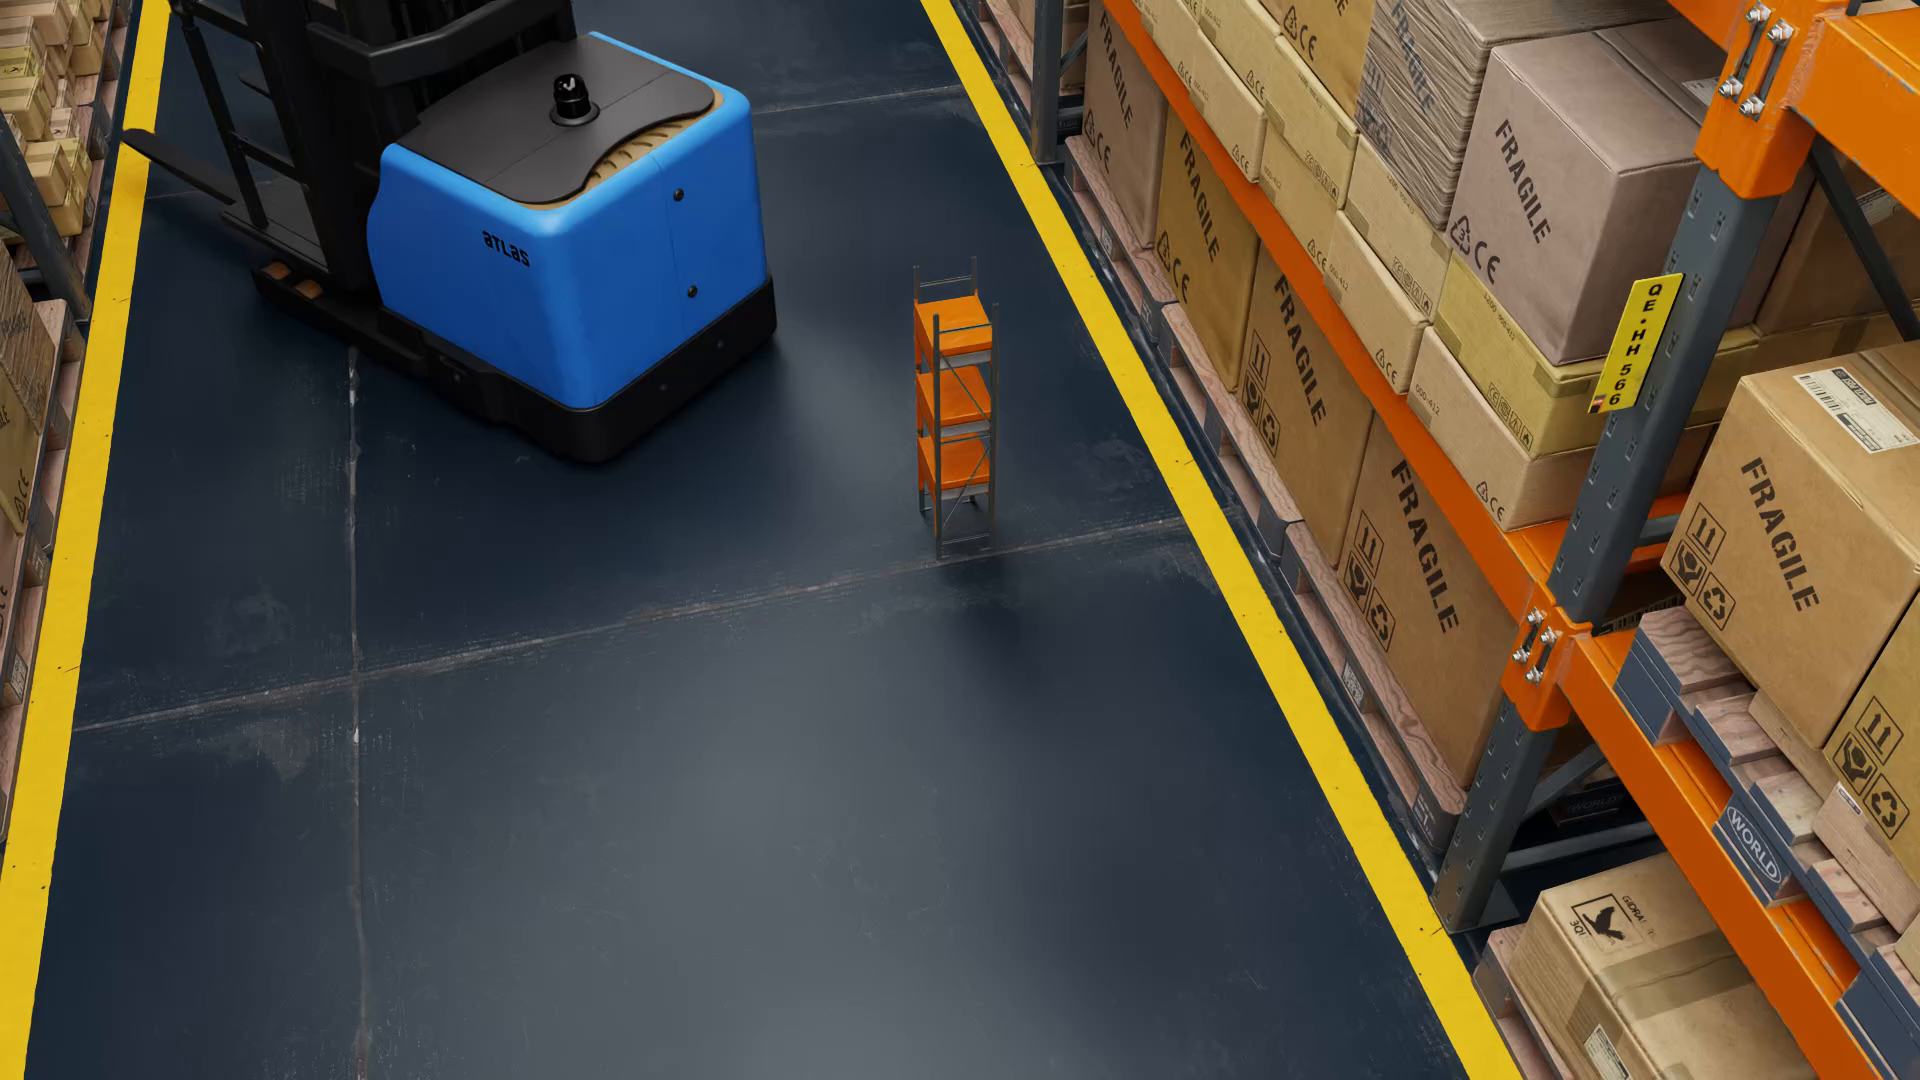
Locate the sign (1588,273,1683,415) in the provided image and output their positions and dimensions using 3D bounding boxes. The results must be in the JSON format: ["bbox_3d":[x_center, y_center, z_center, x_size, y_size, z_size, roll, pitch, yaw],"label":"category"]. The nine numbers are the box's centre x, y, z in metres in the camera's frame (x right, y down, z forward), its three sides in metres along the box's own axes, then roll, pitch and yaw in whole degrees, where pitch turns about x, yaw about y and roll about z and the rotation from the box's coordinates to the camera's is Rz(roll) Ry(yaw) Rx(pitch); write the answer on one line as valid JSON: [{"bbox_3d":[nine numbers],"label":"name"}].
[{"bbox_3d":[1.299,-0.374,3.205,0.100,0.325,0.005,-11,47,-10],"label":"sign"}]

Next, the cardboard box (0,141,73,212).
[{"bbox_3d":[-3.732,-1.421,6.536,0.380,0.149,0.250,-9,46,-8],"label":"cardboard box"}]

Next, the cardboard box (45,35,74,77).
[{"bbox_3d":[-4.095,-2.122,7.223,0.380,0.149,0.250,-9,46,-8],"label":"cardboard box"}]

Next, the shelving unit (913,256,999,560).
[{"bbox_3d":[-0.014,-0.404,5.411,0.215,1.050,0.252,-11,47,-10],"label":"shelving unit"}]

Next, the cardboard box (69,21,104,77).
[{"bbox_3d":[-4.102,-2.207,7.514,0.380,0.149,0.250,-12,47,-11],"label":"cardboard box"}]

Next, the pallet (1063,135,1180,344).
[{"bbox_3d":[1.081,-1.339,6.914,1.003,0.211,1.213,-11,47,-10],"label":"pallet"}]

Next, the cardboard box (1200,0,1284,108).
[{"bbox_3d":[1.046,-1.544,4.918,0.500,0.250,0.500,-12,47,-12],"label":"cardboard box"}]

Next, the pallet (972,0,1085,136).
[{"bbox_3d":[0.692,-2.397,7.951,1.003,0.211,1.213,-11,47,-10],"label":"pallet"}]

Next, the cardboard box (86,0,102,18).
[{"bbox_3d":[-4.137,-2.483,7.577,0.380,0.149,0.250,-10,46,-10],"label":"cardboard box"}]

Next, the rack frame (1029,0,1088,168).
[{"bbox_3d":[0.811,-2.834,6.427,1.000,3.000,0.127,-11,47,-10],"label":"rack frame"}]

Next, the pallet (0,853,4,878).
[{"bbox_3d":[-3.123,1.339,4.290,1.003,0.211,1.213,-11,47,-10],"label":"pallet"}]

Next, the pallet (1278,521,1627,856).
[{"bbox_3d":[1.706,0.346,5.263,1.003,0.211,1.213,-11,47,-10],"label":"pallet"}]

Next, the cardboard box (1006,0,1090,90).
[{"bbox_3d":[0.754,-2.537,7.636,0.875,0.438,0.875,-11,47,-11],"label":"cardboard box"}]

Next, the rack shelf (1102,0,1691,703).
[{"bbox_3d":[1.323,-1.201,5.331,1.077,0.370,4.000,-11,47,-10],"label":"rack shelf"}]

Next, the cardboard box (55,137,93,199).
[{"bbox_3d":[-3.799,-1.502,6.824,0.380,0.149,0.250,-9,46,-9],"label":"cardboard box"}]

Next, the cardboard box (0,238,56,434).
[{"bbox_3d":[-3.515,-0.666,5.759,0.500,0.500,0.500,-12,47,-11],"label":"cardboard box"}]

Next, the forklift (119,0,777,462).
[{"bbox_3d":[-2.200,-2.165,5.819,3.031,2.935,1.130,28,52,25],"label":"forklift"}]

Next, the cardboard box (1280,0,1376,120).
[{"bbox_3d":[1.190,-1.463,4.314,0.500,0.500,0.500,-11,47,-10],"label":"cardboard box"}]

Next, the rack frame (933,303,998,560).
[{"bbox_3d":[0.018,-0.320,5.329,0.200,1.050,0.008,-11,47,-10],"label":"rack frame"}]

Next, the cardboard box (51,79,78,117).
[{"bbox_3d":[-4.026,-1.830,7.145,0.380,0.149,0.250,-12,47,-11],"label":"cardboard box"}]

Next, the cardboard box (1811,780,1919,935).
[{"bbox_3d":[1.804,0.526,3.016,0.380,0.149,0.250,-14,47,-13],"label":"cardboard box"}]

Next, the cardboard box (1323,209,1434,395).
[{"bbox_3d":[1.308,-0.671,4.413,0.500,0.250,0.500,-10,46,-10],"label":"cardboard box"}]

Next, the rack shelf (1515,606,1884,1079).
[{"bbox_3d":[2.347,1.560,2.624,1.077,0.370,4.000,-11,47,-10],"label":"rack shelf"}]

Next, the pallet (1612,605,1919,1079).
[{"bbox_3d":[2.120,0.467,3.326,1.213,0.211,1.003,-11,47,-10],"label":"pallet"}]

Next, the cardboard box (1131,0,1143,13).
[{"bbox_3d":[0.802,-2.072,5.786,0.500,0.250,0.500,-12,47,-11],"label":"cardboard box"}]

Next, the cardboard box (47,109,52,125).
[{"bbox_3d":[-3.981,-1.741,6.850,0.380,0.149,0.250,-11,47,-11],"label":"cardboard box"}]

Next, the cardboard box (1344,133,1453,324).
[{"bbox_3d":[1.330,-0.836,4.224,0.500,0.250,0.500,-12,47,-11],"label":"cardboard box"}]

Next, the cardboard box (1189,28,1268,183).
[{"bbox_3d":[1.037,-1.369,5.096,0.500,0.250,0.500,-11,47,-11],"label":"cardboard box"}]

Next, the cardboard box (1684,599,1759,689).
[{"bbox_3d":[1.738,0.127,3.407,0.380,0.149,0.250,-13,47,-13],"label":"cardboard box"}]

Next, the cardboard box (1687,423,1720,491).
[{"bbox_3d":[1.953,-0.404,4.150,0.500,0.250,0.500,-11,47,-11],"label":"cardboard box"}]

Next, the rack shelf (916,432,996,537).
[{"bbox_3d":[-0.014,-0.202,5.617,0.215,0.259,0.240,-11,47,-10],"label":"rack shelf"}]

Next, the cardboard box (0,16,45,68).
[{"bbox_3d":[-4.051,-2.035,6.929,0.380,0.149,0.250,-12,47,-11],"label":"cardboard box"}]

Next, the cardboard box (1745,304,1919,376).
[{"bbox_3d":[1.944,-0.590,3.983,0.500,0.250,0.500,-11,47,-11],"label":"cardboard box"}]

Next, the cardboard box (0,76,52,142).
[{"bbox_3d":[-3.850,-1.693,6.595,0.380,0.149,0.250,-9,46,-8],"label":"cardboard box"}]

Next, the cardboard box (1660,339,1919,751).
[{"bbox_3d":[1.726,-0.005,3.083,0.500,0.500,0.500,-12,47,-11],"label":"cardboard box"}]

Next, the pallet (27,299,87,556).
[{"bbox_3d":[-3.748,-0.346,5.941,1.003,0.211,1.213,-11,47,-10],"label":"pallet"}]

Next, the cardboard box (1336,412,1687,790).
[{"bbox_3d":[1.738,0.032,4.812,0.875,0.875,0.875,-11,47,-11],"label":"cardboard box"}]

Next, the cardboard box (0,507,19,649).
[{"bbox_3d":[-3.257,0.043,5.064,0.500,0.500,0.500,-12,47,-11],"label":"cardboard box"}]

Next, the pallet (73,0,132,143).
[{"bbox_3d":[-4.470,-2.184,7.743,1.003,0.211,1.213,-11,47,-10],"label":"pallet"}]

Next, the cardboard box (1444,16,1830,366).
[{"bbox_3d":[1.450,-0.766,3.631,0.500,0.500,0.500,-12,47,-11],"label":"cardboard box"}]

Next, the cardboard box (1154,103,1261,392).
[{"bbox_3d":[1.286,-1.202,6.021,0.875,0.875,0.875,-9,46,-9],"label":"cardboard box"}]
